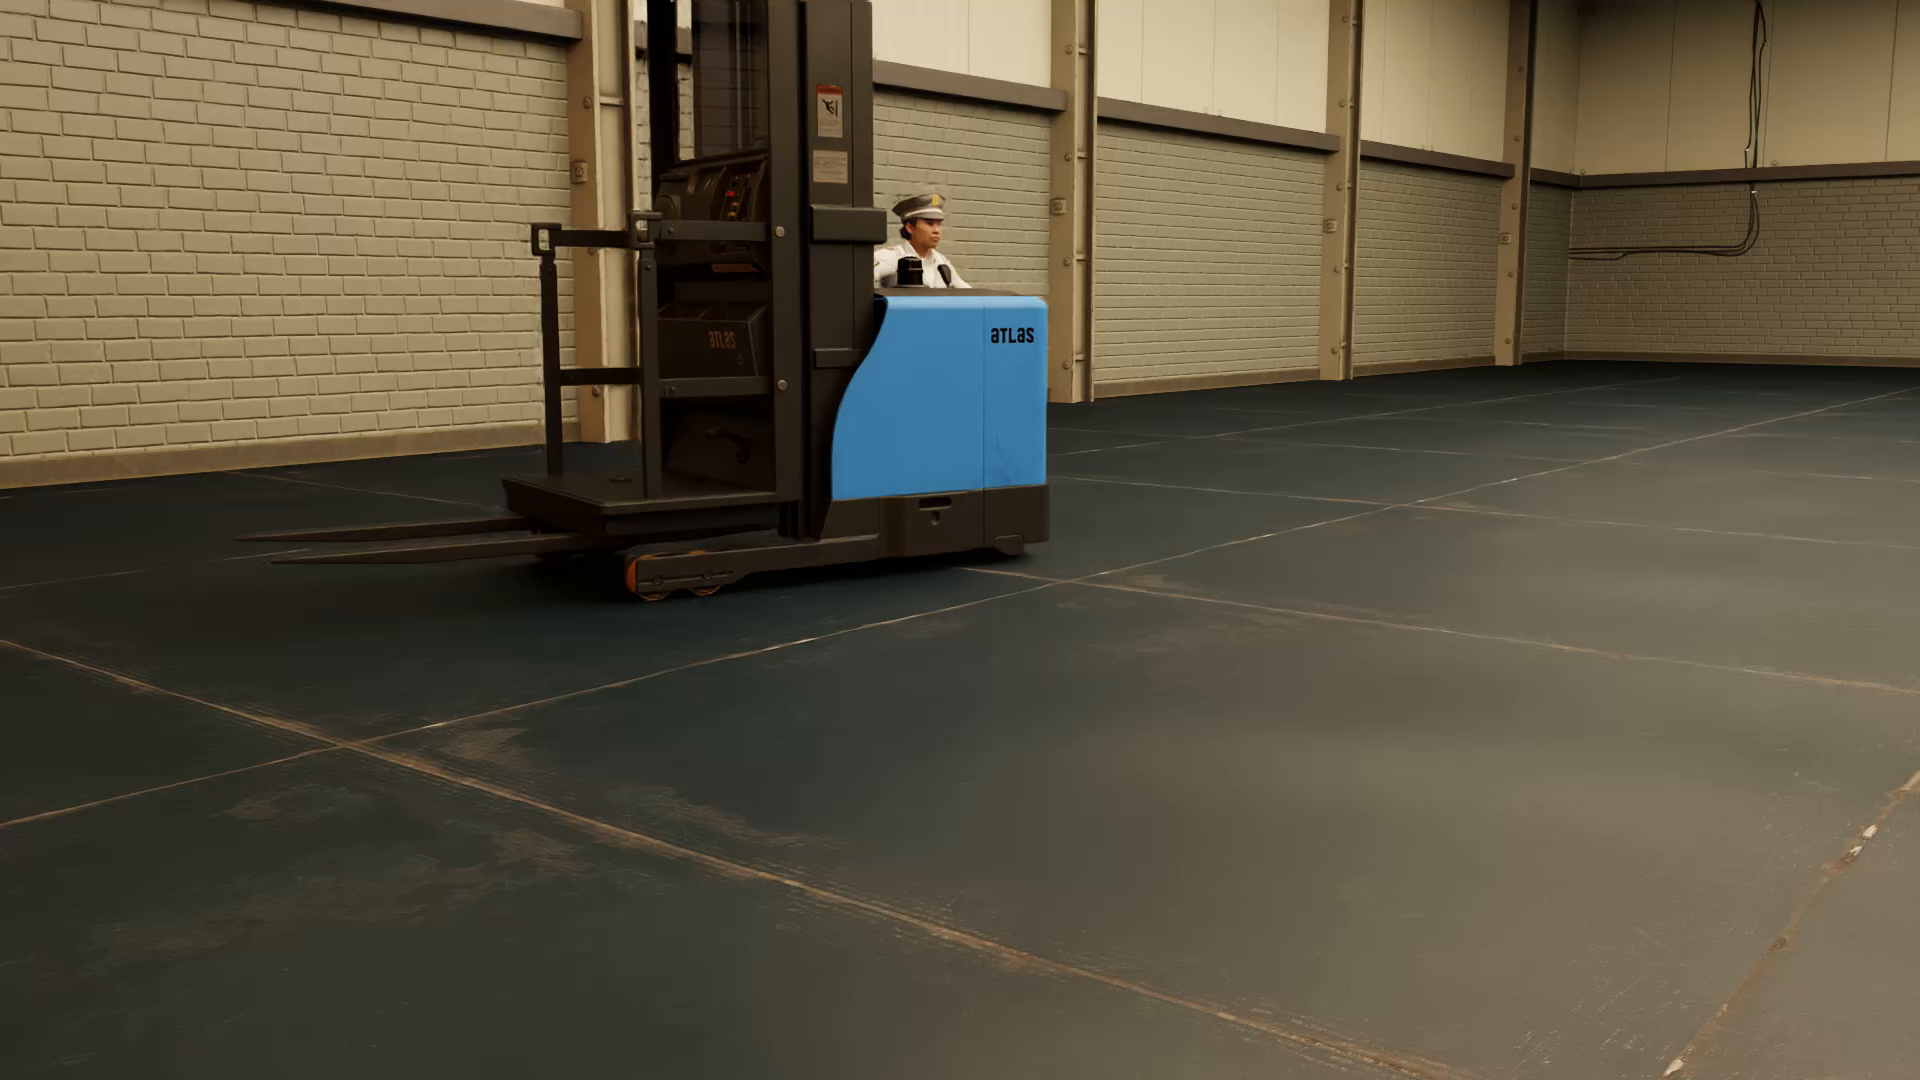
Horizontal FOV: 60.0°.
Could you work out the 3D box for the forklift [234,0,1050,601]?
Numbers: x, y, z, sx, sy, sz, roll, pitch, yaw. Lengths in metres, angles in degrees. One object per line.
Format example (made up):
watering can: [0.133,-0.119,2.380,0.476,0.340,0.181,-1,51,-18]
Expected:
forklift: [-1.142,-1.319,6.296,3.031,2.935,1.130,-5,10,-33]

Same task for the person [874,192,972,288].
person: [-0.076,-0.875,7.966,0.950,1.560,0.726,-7,11,-38]
